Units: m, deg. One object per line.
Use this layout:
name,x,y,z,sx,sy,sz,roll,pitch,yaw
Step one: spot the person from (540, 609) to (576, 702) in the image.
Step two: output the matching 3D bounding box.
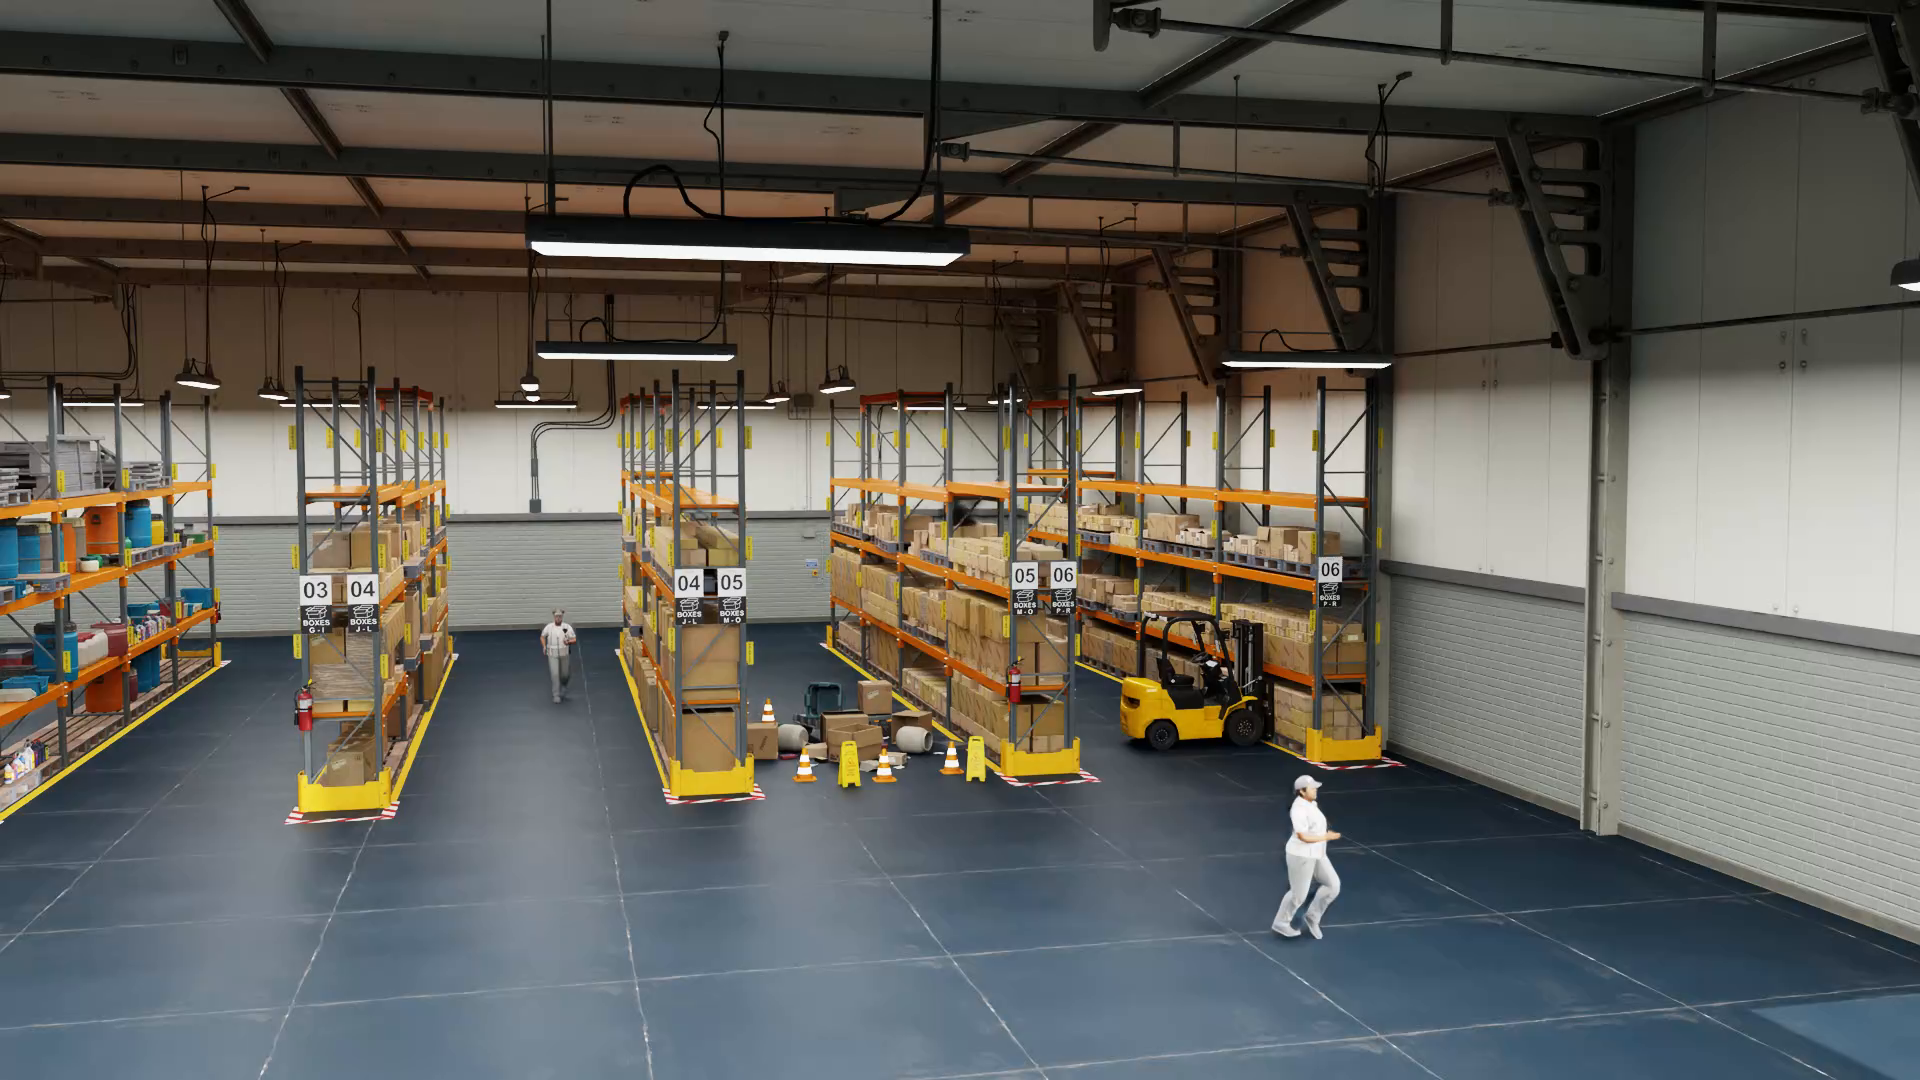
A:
person,-7.732,2.199,32.033,0.673,1.755,0.944,-1,4,-16

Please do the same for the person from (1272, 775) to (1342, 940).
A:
person,3.481,3.186,16.630,0.688,1.685,0.578,2,4,32
